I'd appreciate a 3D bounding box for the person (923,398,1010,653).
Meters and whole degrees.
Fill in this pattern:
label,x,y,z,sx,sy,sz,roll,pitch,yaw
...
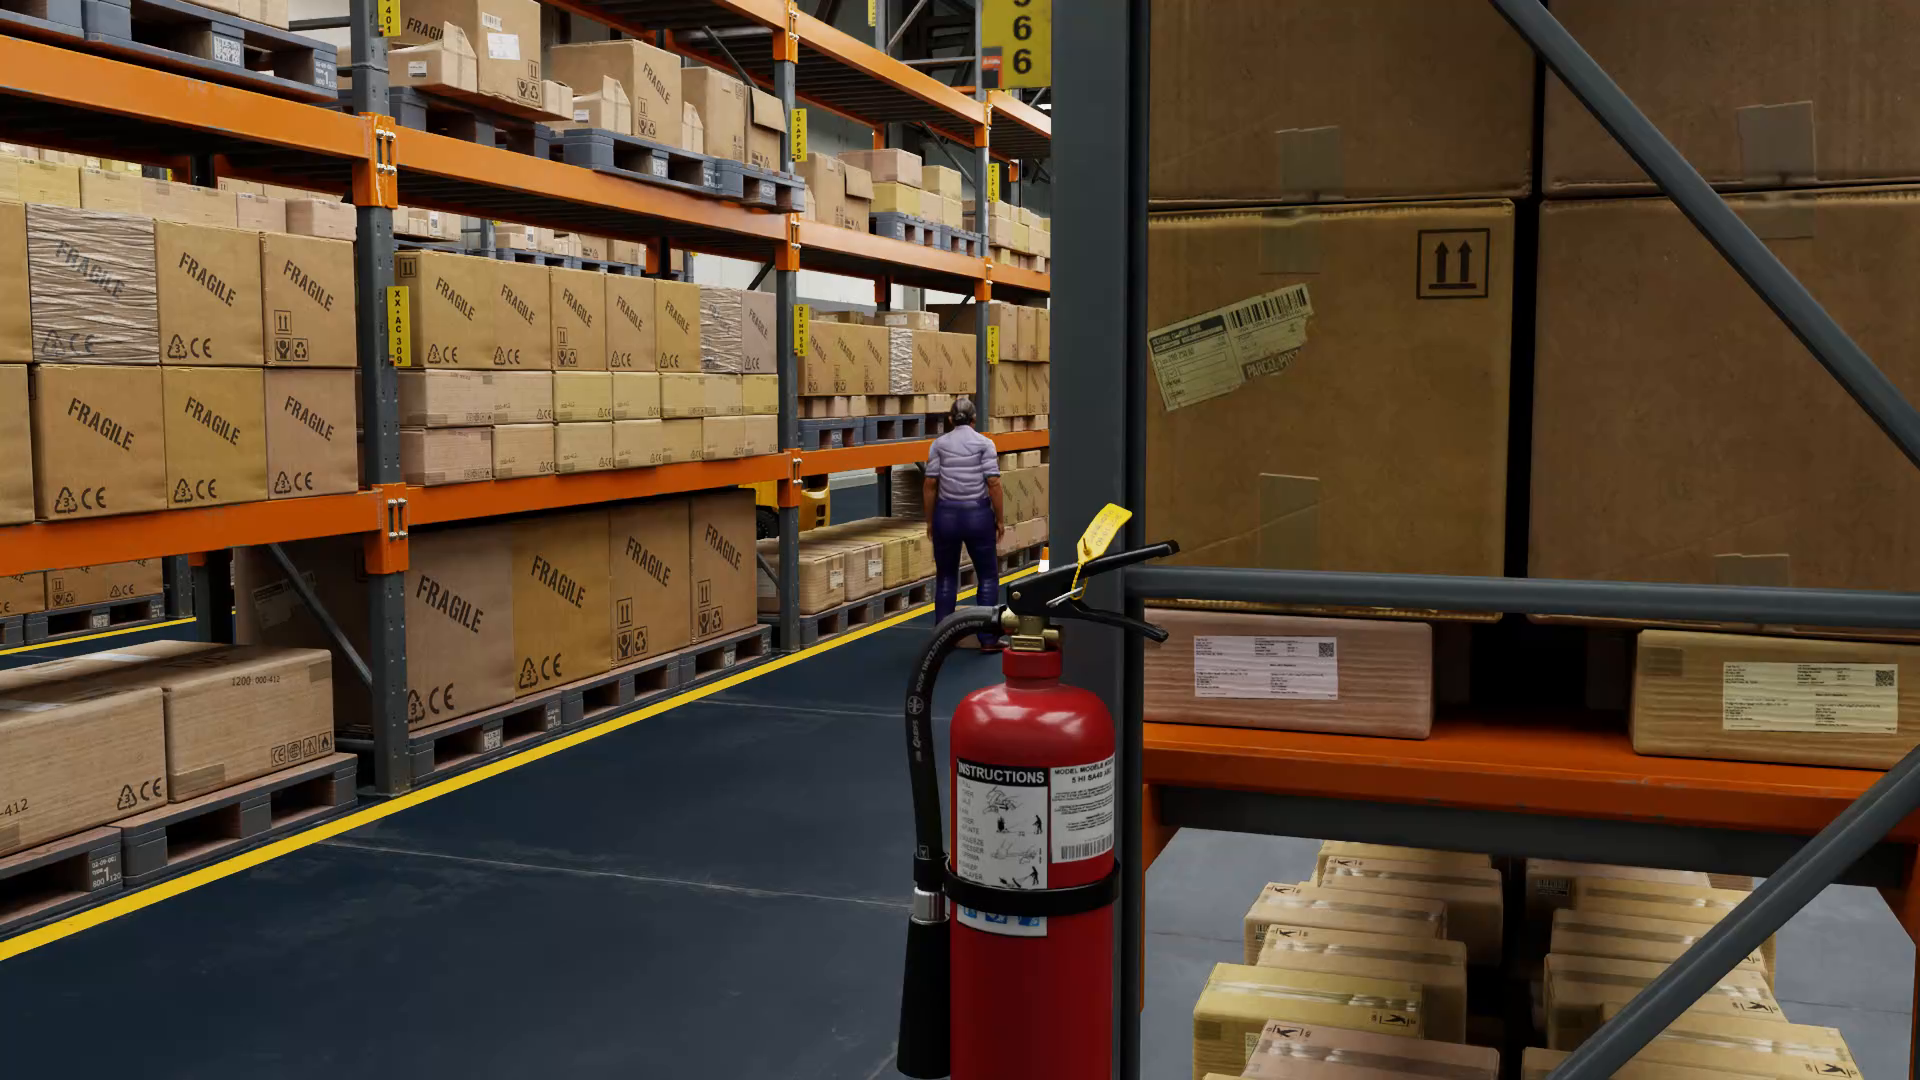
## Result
label,x,y,z,sx,sy,sz,roll,pitch,yaw
person,0.037,-0.094,10.809,0.550,1.649,0.375,1,5,13
